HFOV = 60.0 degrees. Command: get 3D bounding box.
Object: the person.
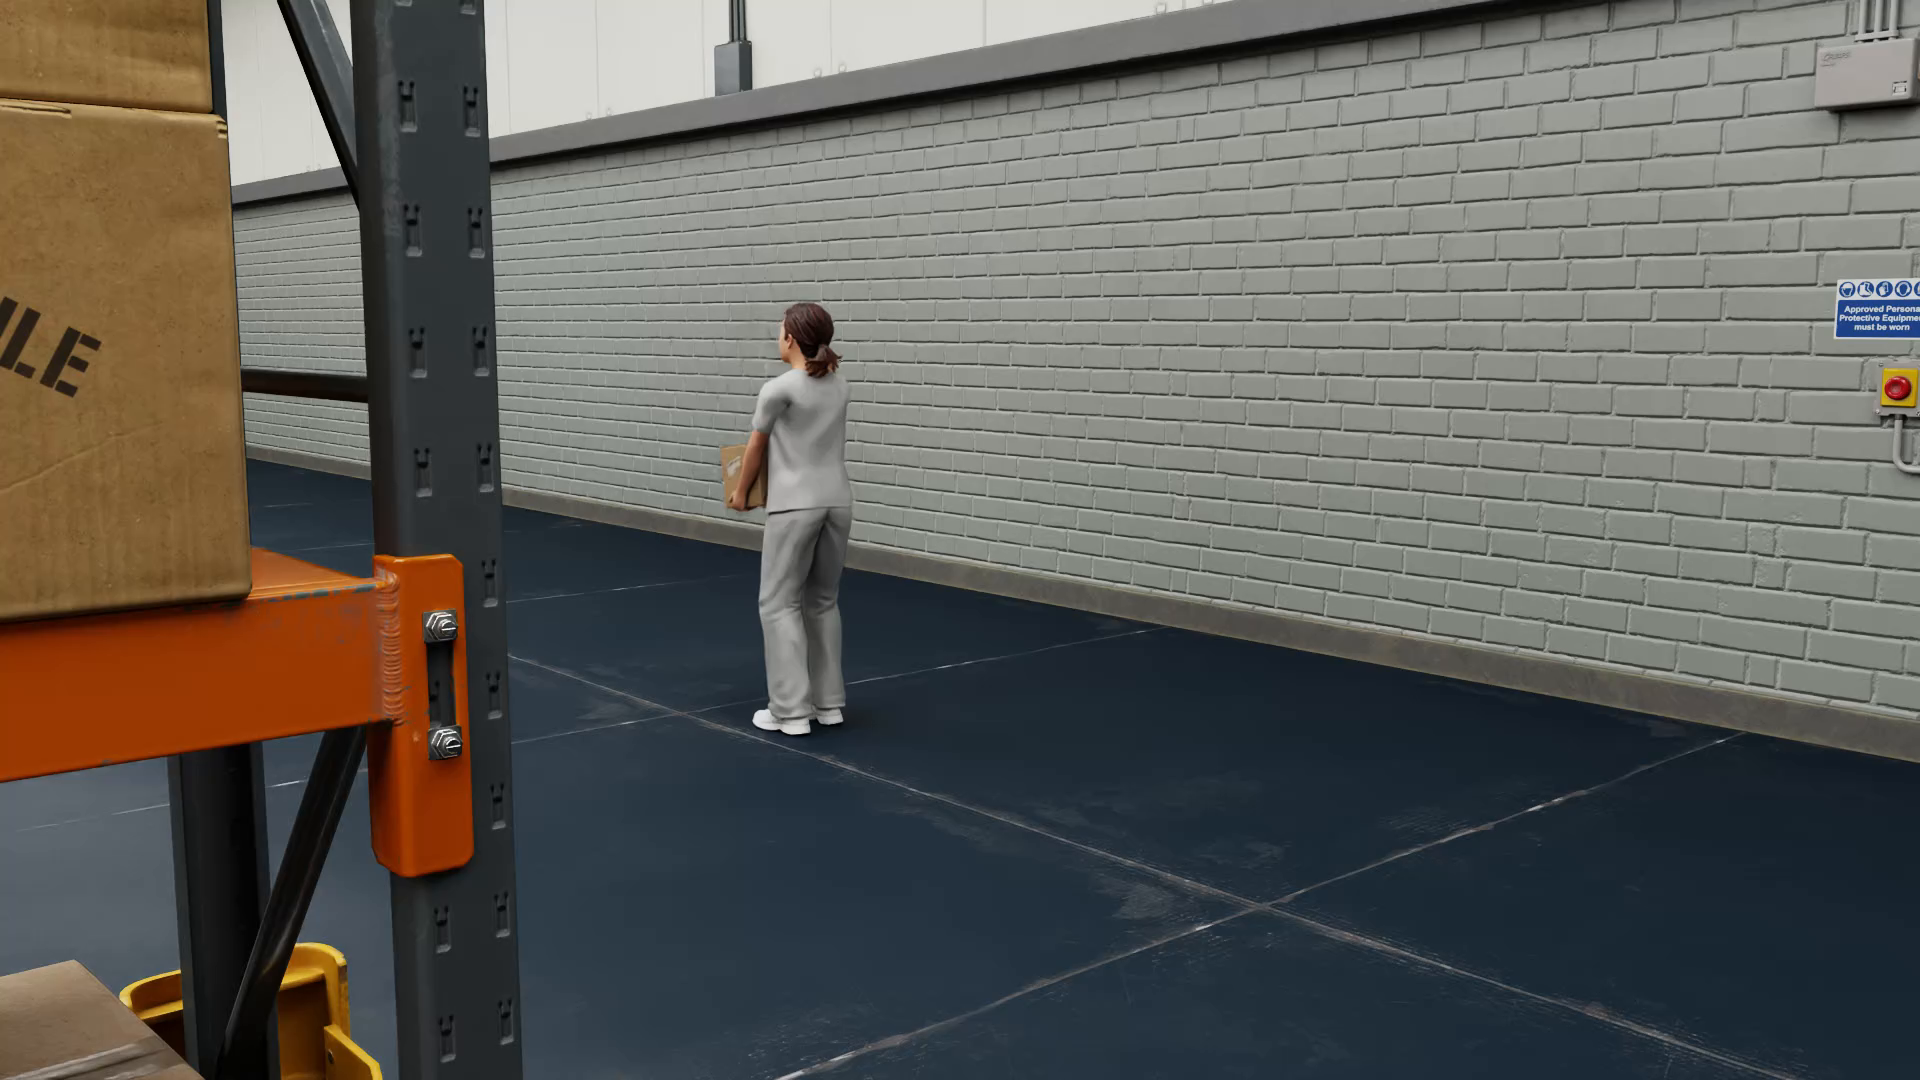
[{"bbox_3d":[-0.653,-0.090,6.524,0.409,1.668,0.525,-7,10,-42],"label":"person"}]
